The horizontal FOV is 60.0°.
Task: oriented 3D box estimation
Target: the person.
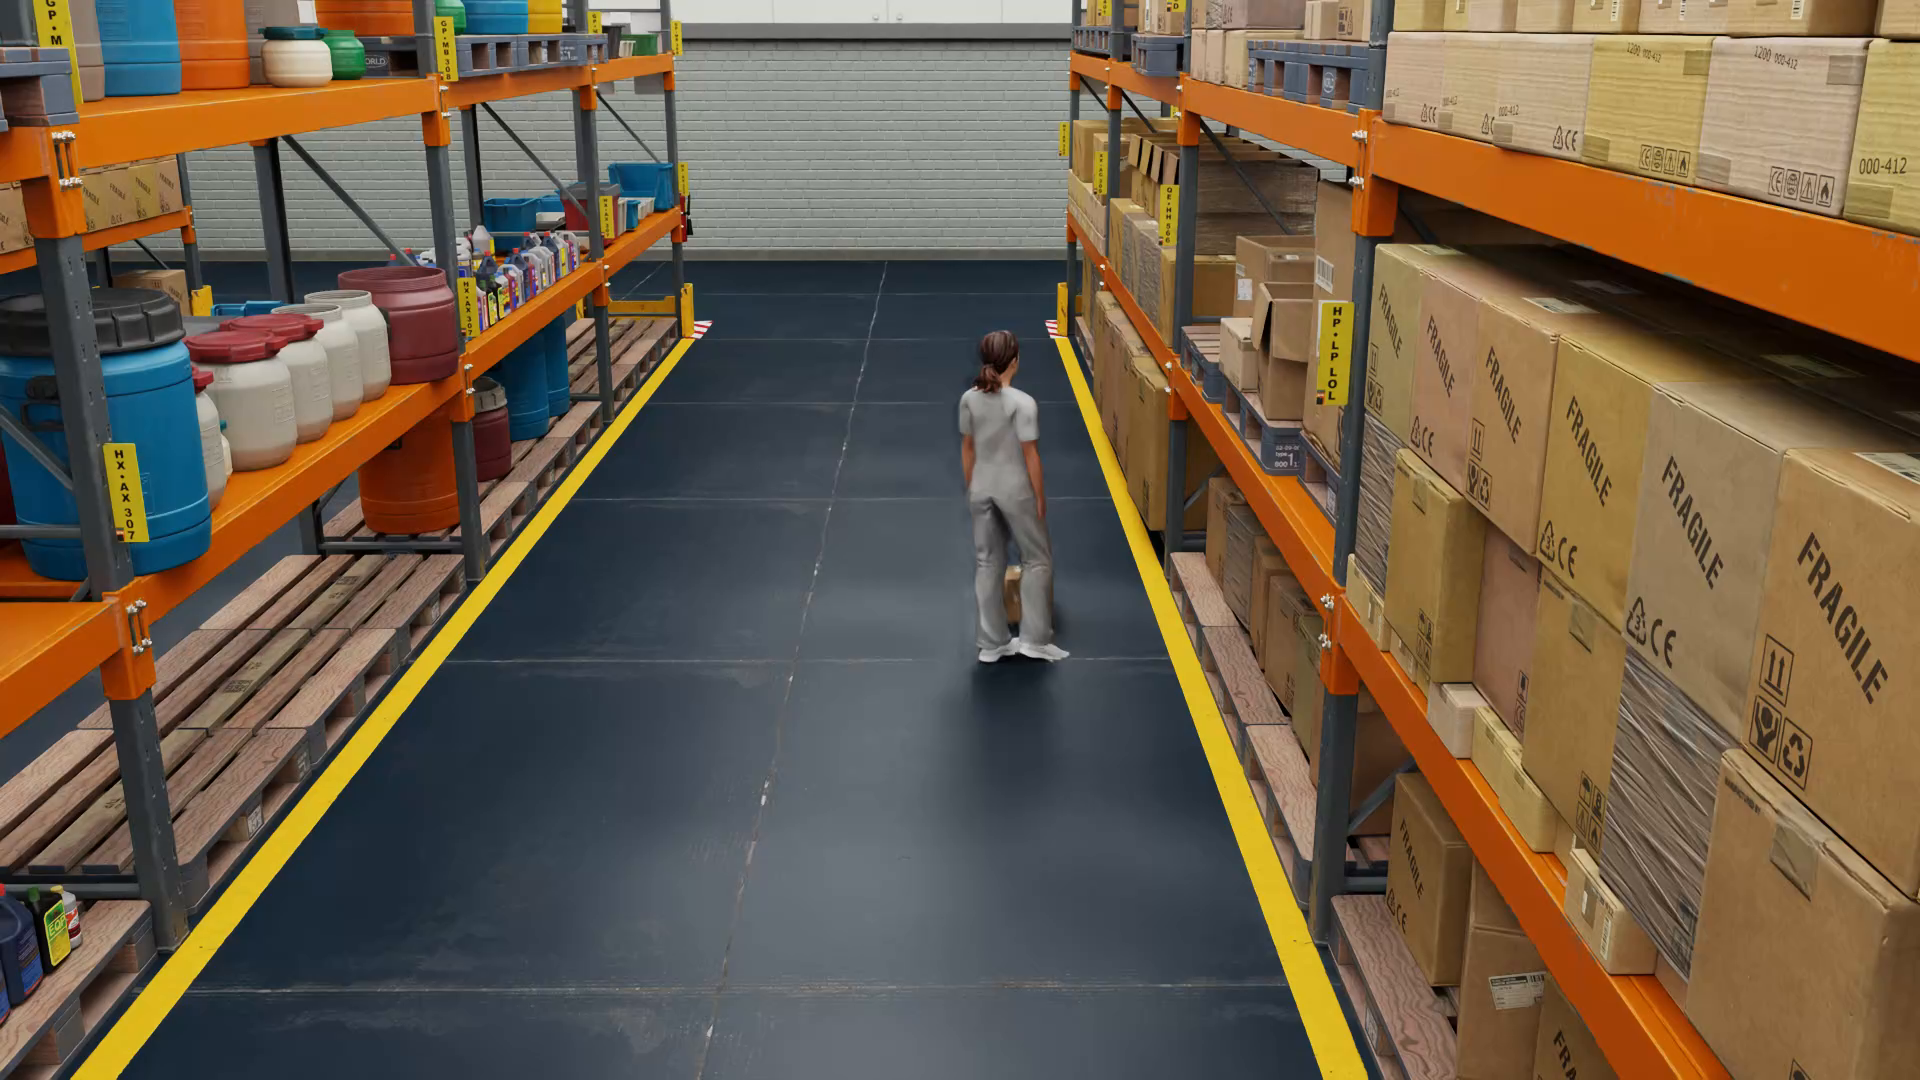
[{"bbox_3d":[0.250,-0.185,8.203,0.502,1.716,0.441,10,20,30],"label":"person"}]
